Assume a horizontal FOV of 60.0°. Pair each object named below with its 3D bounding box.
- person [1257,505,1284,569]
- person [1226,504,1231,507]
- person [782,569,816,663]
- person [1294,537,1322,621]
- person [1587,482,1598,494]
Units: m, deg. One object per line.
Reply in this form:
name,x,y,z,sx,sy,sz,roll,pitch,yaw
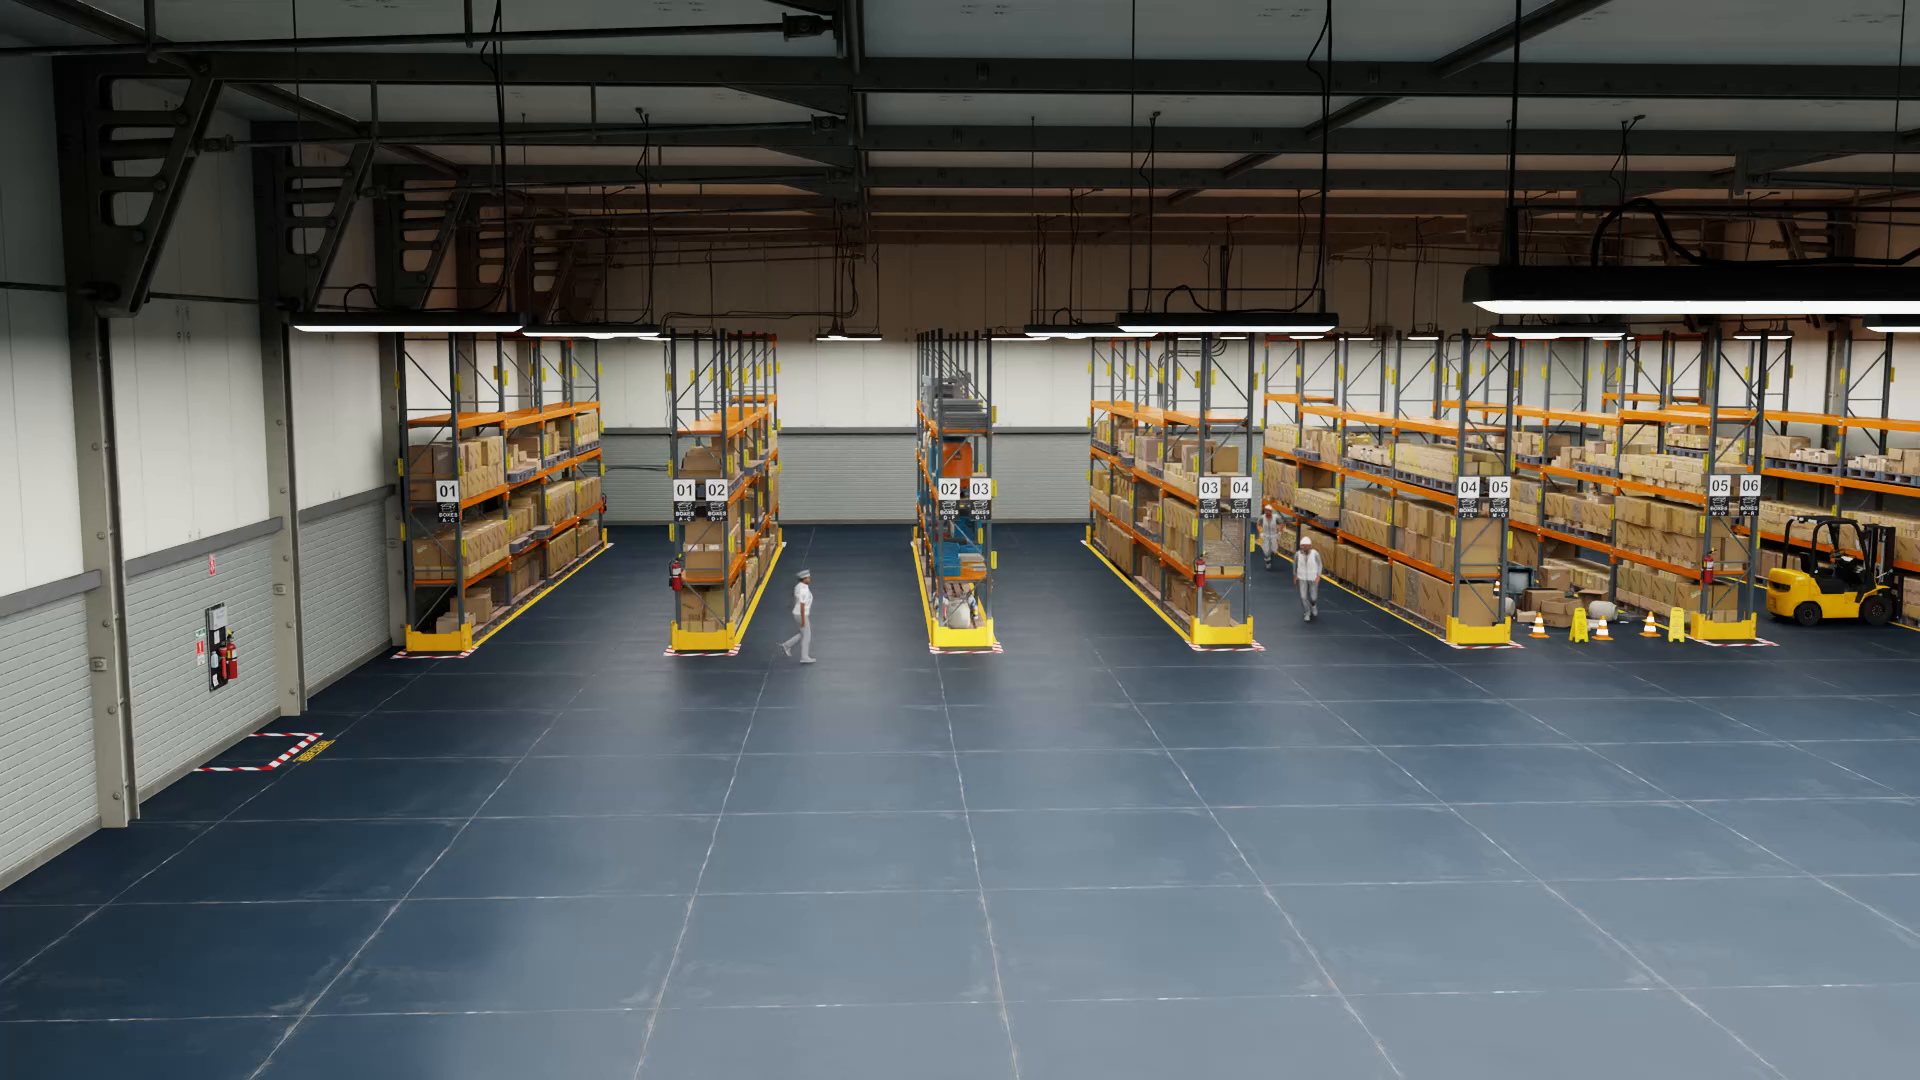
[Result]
person,7.880,-0.078,42.226,0.695,1.680,0.659,1,7,6
person,8.258,-1.005,50.175,0.466,1.600,1.016,3,7,24
person,-2.902,1.363,29.879,0.617,1.668,0.440,0,7,-3
person,7.252,0.782,34.666,0.598,1.747,0.700,2,7,16
person,19.024,-0.975,49.977,1.036,1.615,0.435,0,7,-4
